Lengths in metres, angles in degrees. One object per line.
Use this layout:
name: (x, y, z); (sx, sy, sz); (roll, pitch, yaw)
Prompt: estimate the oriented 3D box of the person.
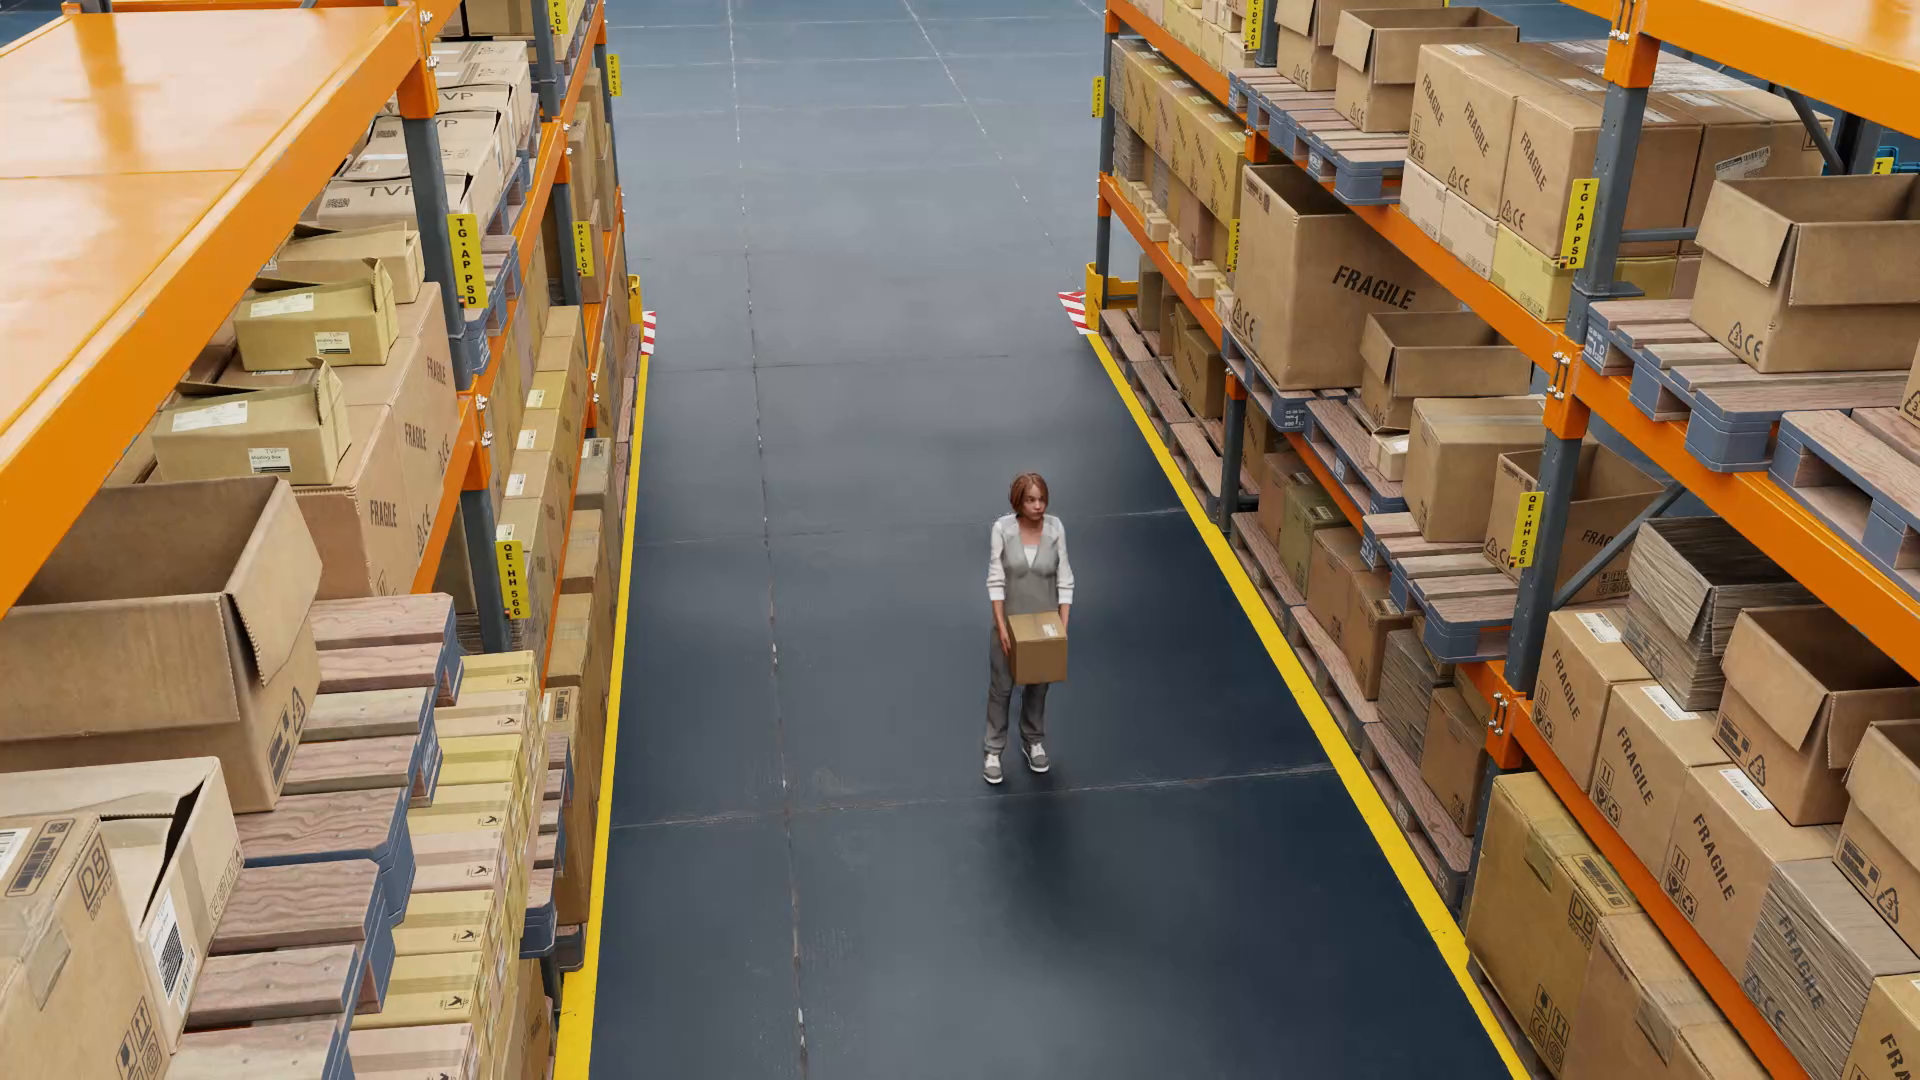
person: (0.335, 0.411, 8.228); (0.435, 1.537, 0.414); (-4, 28, -7)
